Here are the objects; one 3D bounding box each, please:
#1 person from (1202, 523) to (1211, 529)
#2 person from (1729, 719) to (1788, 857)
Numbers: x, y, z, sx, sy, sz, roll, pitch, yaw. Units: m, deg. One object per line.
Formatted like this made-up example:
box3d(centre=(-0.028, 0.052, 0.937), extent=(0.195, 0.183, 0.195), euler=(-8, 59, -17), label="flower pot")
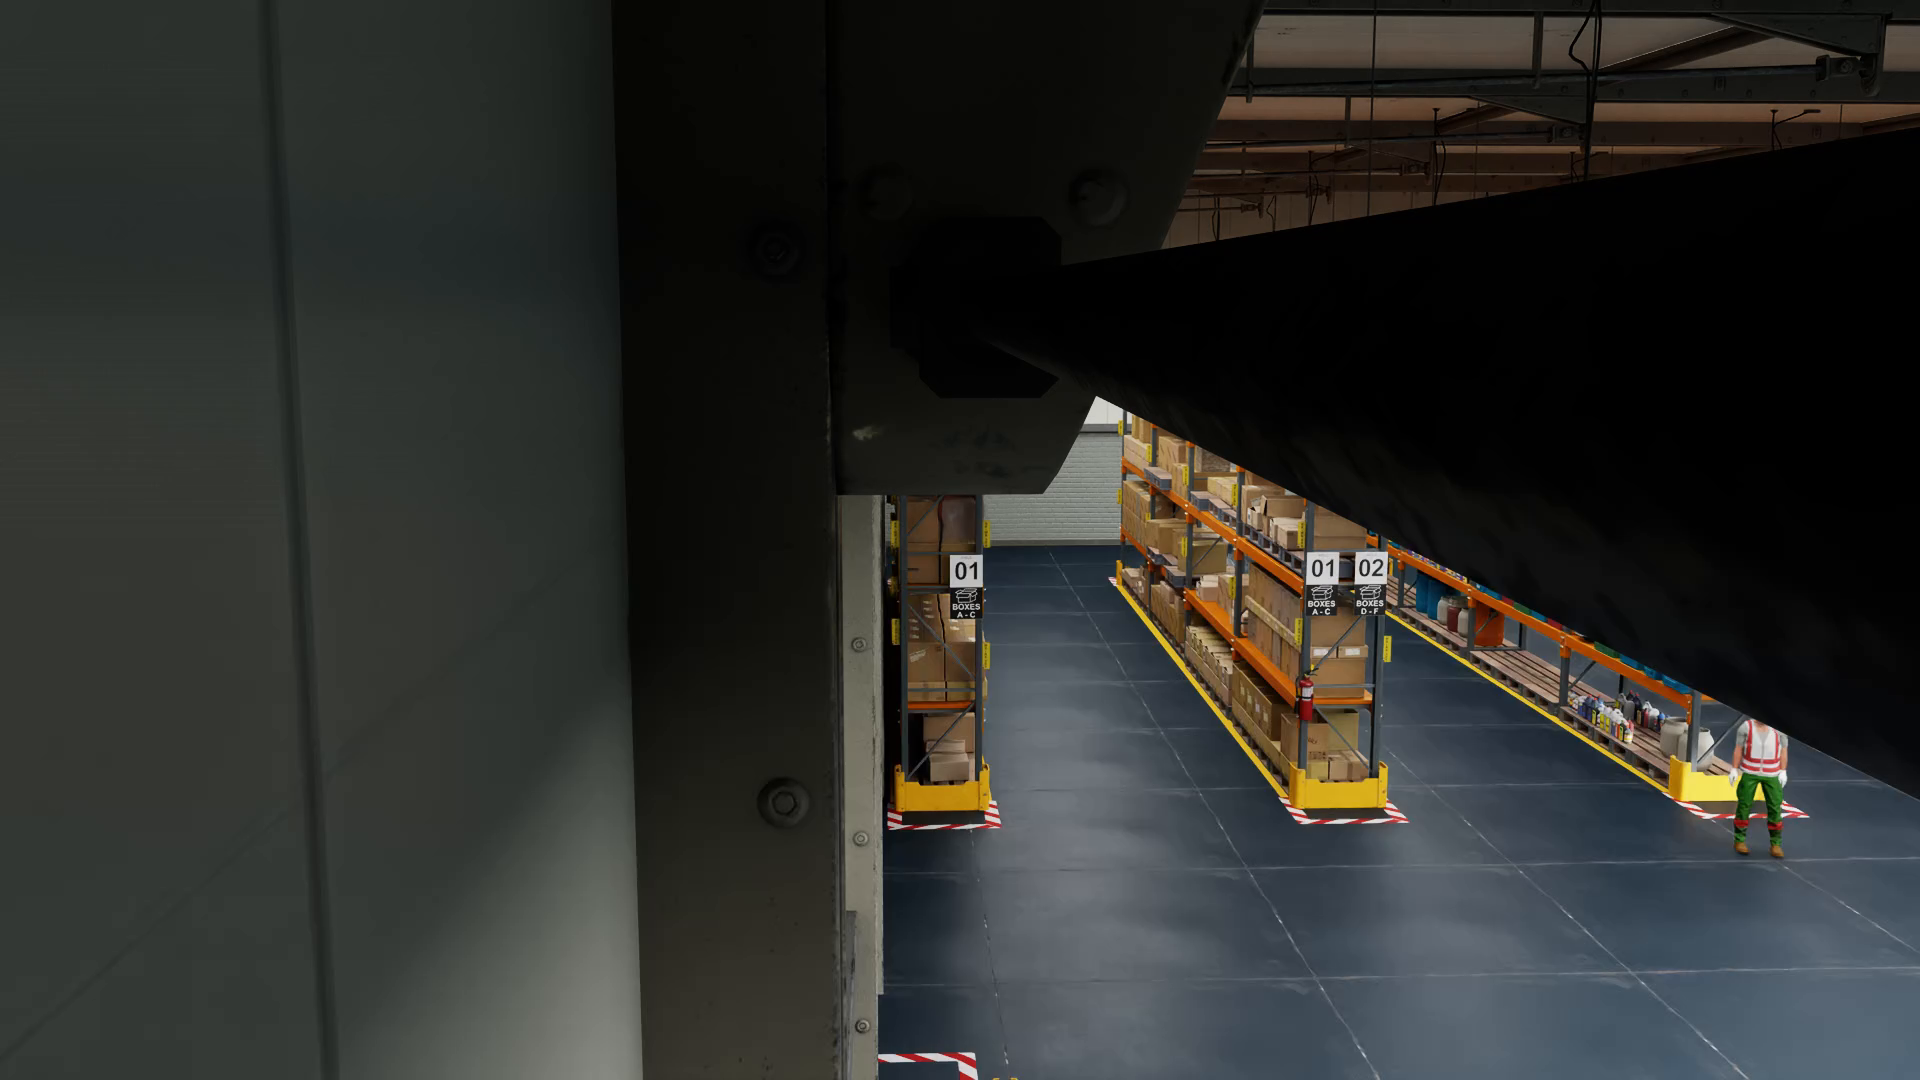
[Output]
box3d(centre=(5.569, -0.036, 37.279), extent=(0.630, 1.792, 0.500), euler=(8, 12, 44), label="person")
box3d(centre=(9.076, 2.673, 18.887), extent=(0.619, 1.782, 0.393), euler=(3, 9, 21), label="person")
